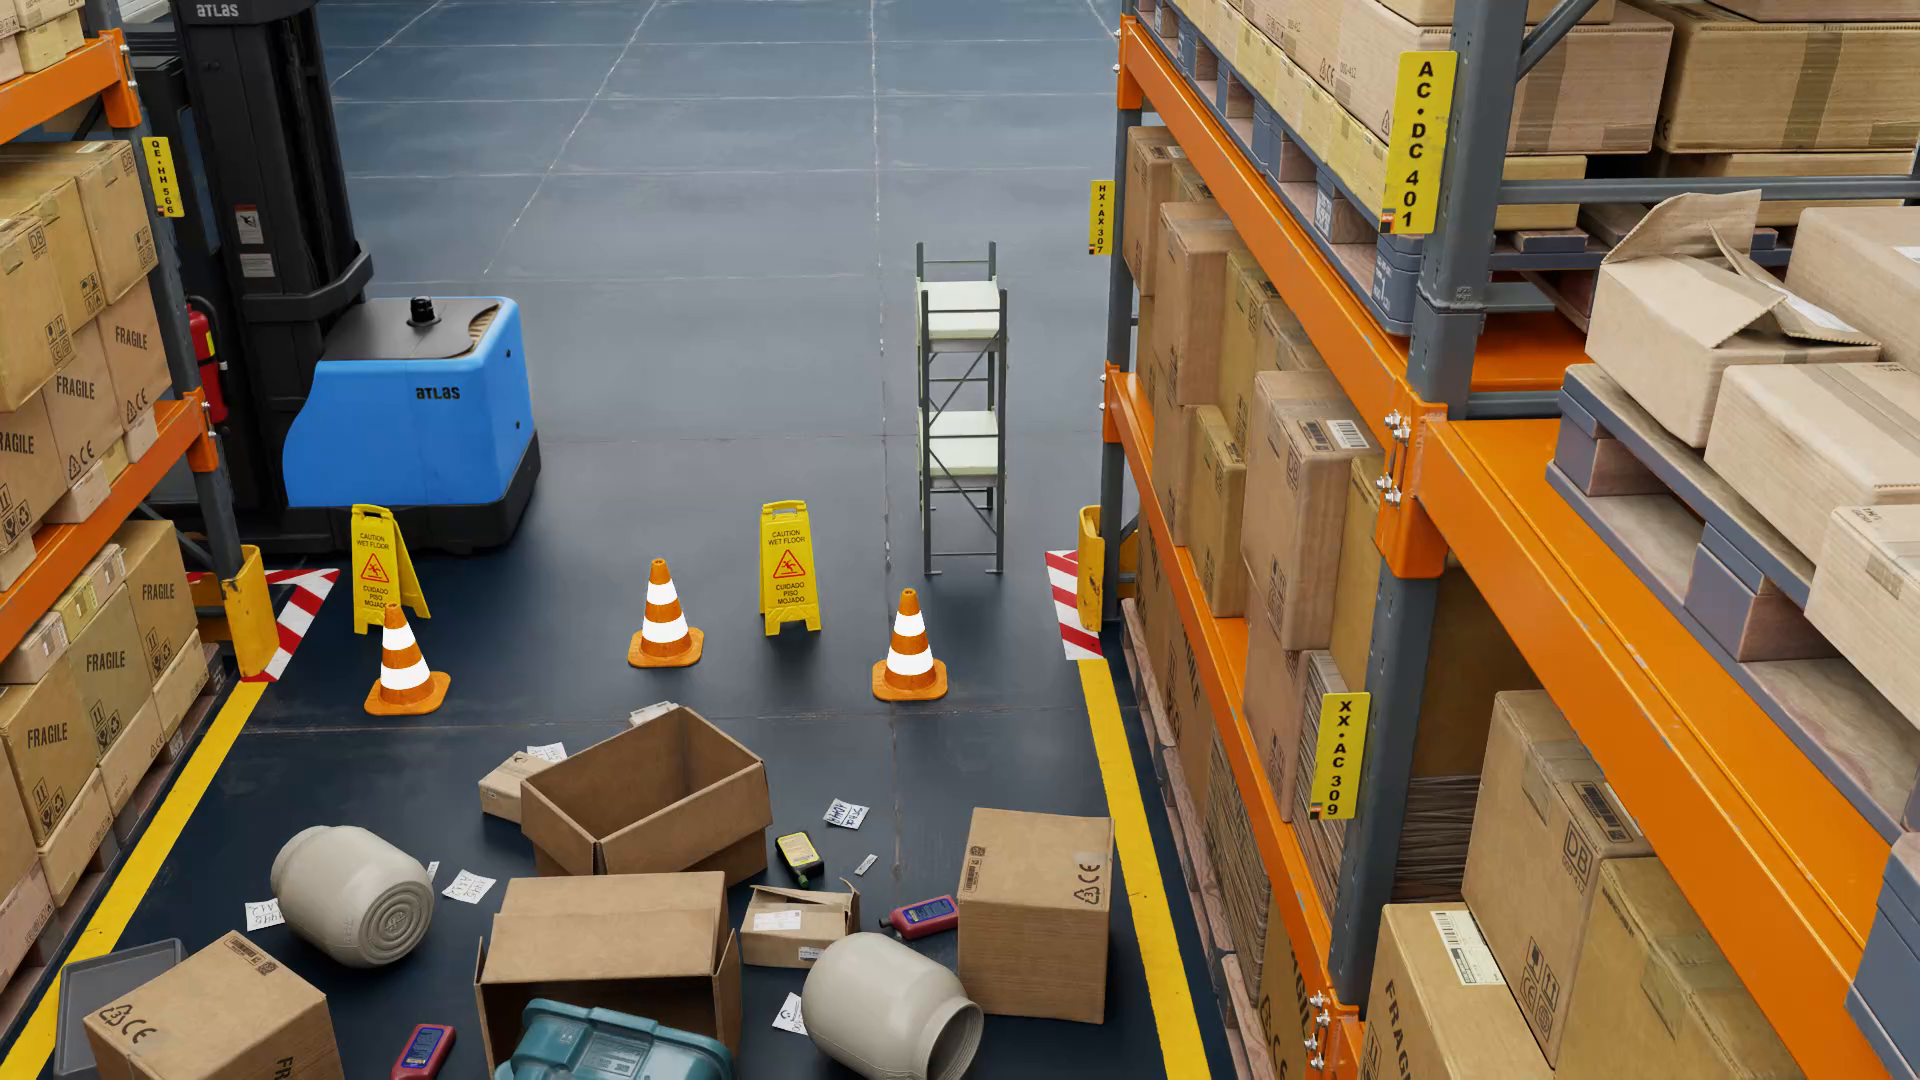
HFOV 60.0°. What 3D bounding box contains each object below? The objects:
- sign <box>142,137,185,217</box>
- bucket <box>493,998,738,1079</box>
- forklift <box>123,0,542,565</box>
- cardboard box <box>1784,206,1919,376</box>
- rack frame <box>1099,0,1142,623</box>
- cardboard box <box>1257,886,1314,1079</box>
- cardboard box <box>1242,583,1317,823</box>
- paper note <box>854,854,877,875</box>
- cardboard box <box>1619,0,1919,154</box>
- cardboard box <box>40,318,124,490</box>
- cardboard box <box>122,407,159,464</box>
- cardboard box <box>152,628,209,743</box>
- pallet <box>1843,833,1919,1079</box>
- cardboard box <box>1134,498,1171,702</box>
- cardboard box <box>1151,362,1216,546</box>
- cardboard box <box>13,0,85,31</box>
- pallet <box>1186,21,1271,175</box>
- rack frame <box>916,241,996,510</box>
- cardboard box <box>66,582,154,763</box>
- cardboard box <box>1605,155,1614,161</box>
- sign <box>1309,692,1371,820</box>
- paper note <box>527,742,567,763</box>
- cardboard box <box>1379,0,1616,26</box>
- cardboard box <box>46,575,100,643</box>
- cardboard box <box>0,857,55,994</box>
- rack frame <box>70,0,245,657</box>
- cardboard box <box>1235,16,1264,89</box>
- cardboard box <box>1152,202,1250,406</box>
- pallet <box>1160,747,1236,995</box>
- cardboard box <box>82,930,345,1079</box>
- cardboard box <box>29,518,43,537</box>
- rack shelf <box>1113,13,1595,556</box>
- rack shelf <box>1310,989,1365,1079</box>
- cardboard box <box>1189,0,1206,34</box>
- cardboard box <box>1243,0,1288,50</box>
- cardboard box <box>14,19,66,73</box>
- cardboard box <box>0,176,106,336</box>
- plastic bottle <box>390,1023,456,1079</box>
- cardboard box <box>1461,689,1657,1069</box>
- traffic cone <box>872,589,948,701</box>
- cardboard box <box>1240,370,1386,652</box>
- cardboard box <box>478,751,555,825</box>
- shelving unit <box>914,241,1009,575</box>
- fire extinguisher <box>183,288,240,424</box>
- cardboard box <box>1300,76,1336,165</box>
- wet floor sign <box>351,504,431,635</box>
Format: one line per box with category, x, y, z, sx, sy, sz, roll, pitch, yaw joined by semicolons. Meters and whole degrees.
sign;-3.220;-1.465;6.722;0.100;0.325;0.005;-1;28;-3
bucket;-0.938;1.644;4.251;0.726;0.611;0.620;8;39;15
forklift;-3.856;-1.419;8.300;3.031;2.935;1.130;-1;28;-2
cardboard box;1.568;-0.298;2.434;0.500;0.250;0.500;-1;28;-2
rack frame;1.163;-0.974;7.373;1.000;3.000;0.127;-1;28;-3
cardboard box;1.408;1.337;4.786;0.875;0.875;0.875;-1;28;-2
cardboard box;1.289;0.384;4.609;0.875;0.550;0.550;-1;28;-3
paper note;-0.359;1.241;6.359;0.032;0.001;0.123;13;30;24
cardboard box;1.625;-0.985;3.429;0.500;0.250;0.500;-1;28;-2
cardboard box;-3.450;-0.508;6.051;0.500;0.500;0.500;-1;28;-3
cardboard box;-3.418;-0.414;6.572;0.380;0.149;0.250;-2;28;-3
cardboard box;-3.463;0.603;6.869;0.500;0.250;0.500;-2;28;-3
pallet;1.432;0.662;1.197;1.003;0.211;1.213;0;28;0
cardboard box;1.264;0.094;7.170;0.875;0.875;0.875;-1;28;-2
cardboard box;1.181;-0.355;6.024;0.875;0.550;0.550;-1;28;-3
cardboard box;-3.480;-1.973;5.886;0.500;0.250;0.500;-2;28;-3
pallet;1.278;-1.357;4.961;1.003;0.211;1.213;-1;28;-3
rack frame;-0.019;-0.837;8.733;0.400;1.500;0.023;-1;28;-3
cardboard box;-3.443;0.498;6.261;0.500;0.500;0.500;0;28;-1
cardboard box;1.665;-0.987;3.864;0.380;0.149;0.250;-1;28;-3
sign;0.817;0.469;3.586;0.100;0.325;0.005;-1;28;-3
paper note;-1.738;0.897;6.996;0.148;0.019;0.142;-11;30;-20
cardboard box;1.034;-1.090;3.200;0.380;0.149;0.250;-2;28;-3
cardboard box;-3.377;0.253;6.028;0.380;0.149;0.250;-1;28;-2
cardboard box;-3.397;1.303;5.528;0.500;0.250;0.500;-2;28;-3
rack frame;-3.775;-0.807;7.054;1.000;3.000;0.127;-1;28;-3
cardboard box;0.965;-1.324;4.511;0.380;0.149;0.250;-2;28;-3
cardboard box;1.158;-0.833;5.774;0.875;0.550;0.550;-1;28;-3
pallet;1.343;1.192;6.236;1.003;0.211;1.213;-1;28;-3
cardboard box;-2.264;1.619;5.102;0.500;0.500;0.500;19;33;32
cardboard box;-3.510;-0.055;5.884;0.380;0.149;0.250;-1;28;-2
rack shelf;1.267;-1.061;5.075;1.077;0.370;4.000;-1;28;-3
rack shelf;1.476;2.116;2.227;1.077;0.370;4.000;-1;28;-3
cardboard box;0.926;-1.674;5.182;0.380;0.149;0.250;-2;28;-3
cardboard box;1.039;-1.438;4.298;0.500;0.250;0.500;-2;28;-3
cardboard box;-3.432;-1.754;5.897;0.380;0.149;0.250;-1;28;-2
cardboard box;-3.512;-0.962;5.841;0.700;0.500;0.500;-1;28;-2
plastic bottle;-1.761;1.701;5.422;0.133;0.061;0.283;3;28;6
cardboard box;1.403;0.615;3.138;0.700;0.500;0.500;-2;28;-4
traffic cone;-0.228;0.431;7.424;0.336;0.463;0.334;-1;28;-3
cardboard box;1.242;-0.094;4.357;0.875;0.550;0.550;-1;28;-3
cardboard box;-1.690;1.013;6.647;0.380;0.149;0.250;13;30;24
shelving unit;0.000;-0.668;8.409;0.431;1.500;0.755;-1;28;-3
fire extinguisher;-3.321;-0.837;7.195;0.296;0.674;0.183;-1;28;-3
cardboard box;1.005;-0.972;3.835;0.380;0.149;0.250;-1;28;-2
wet floor sign;-2.717;0.123;7.817;0.267;0.644;0.232;8;29;15
